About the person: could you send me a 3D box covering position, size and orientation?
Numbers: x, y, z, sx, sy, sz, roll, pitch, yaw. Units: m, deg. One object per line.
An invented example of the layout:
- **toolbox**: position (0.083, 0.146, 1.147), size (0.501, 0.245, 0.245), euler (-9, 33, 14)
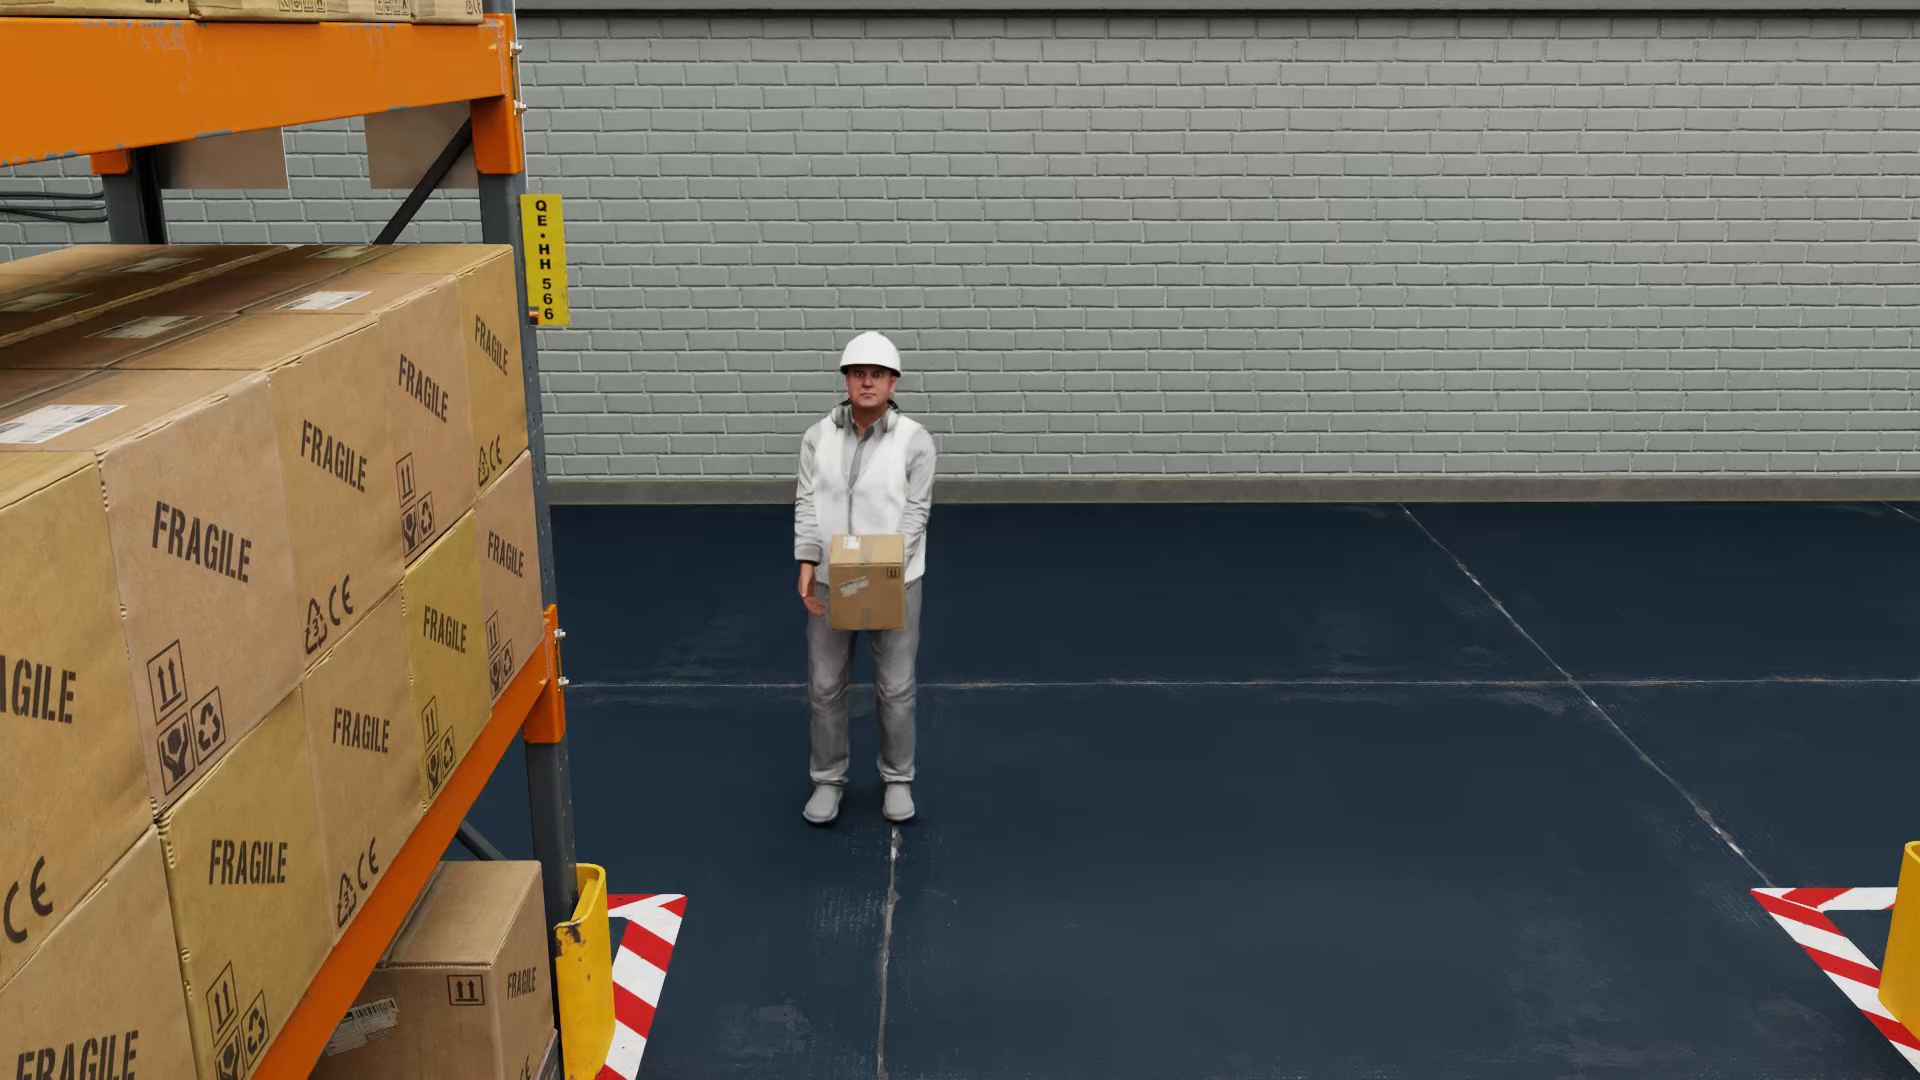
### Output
- **person**: position (-0.350, 0.159, 5.975), size (0.501, 1.775, 0.545), euler (3, 17, 10)
